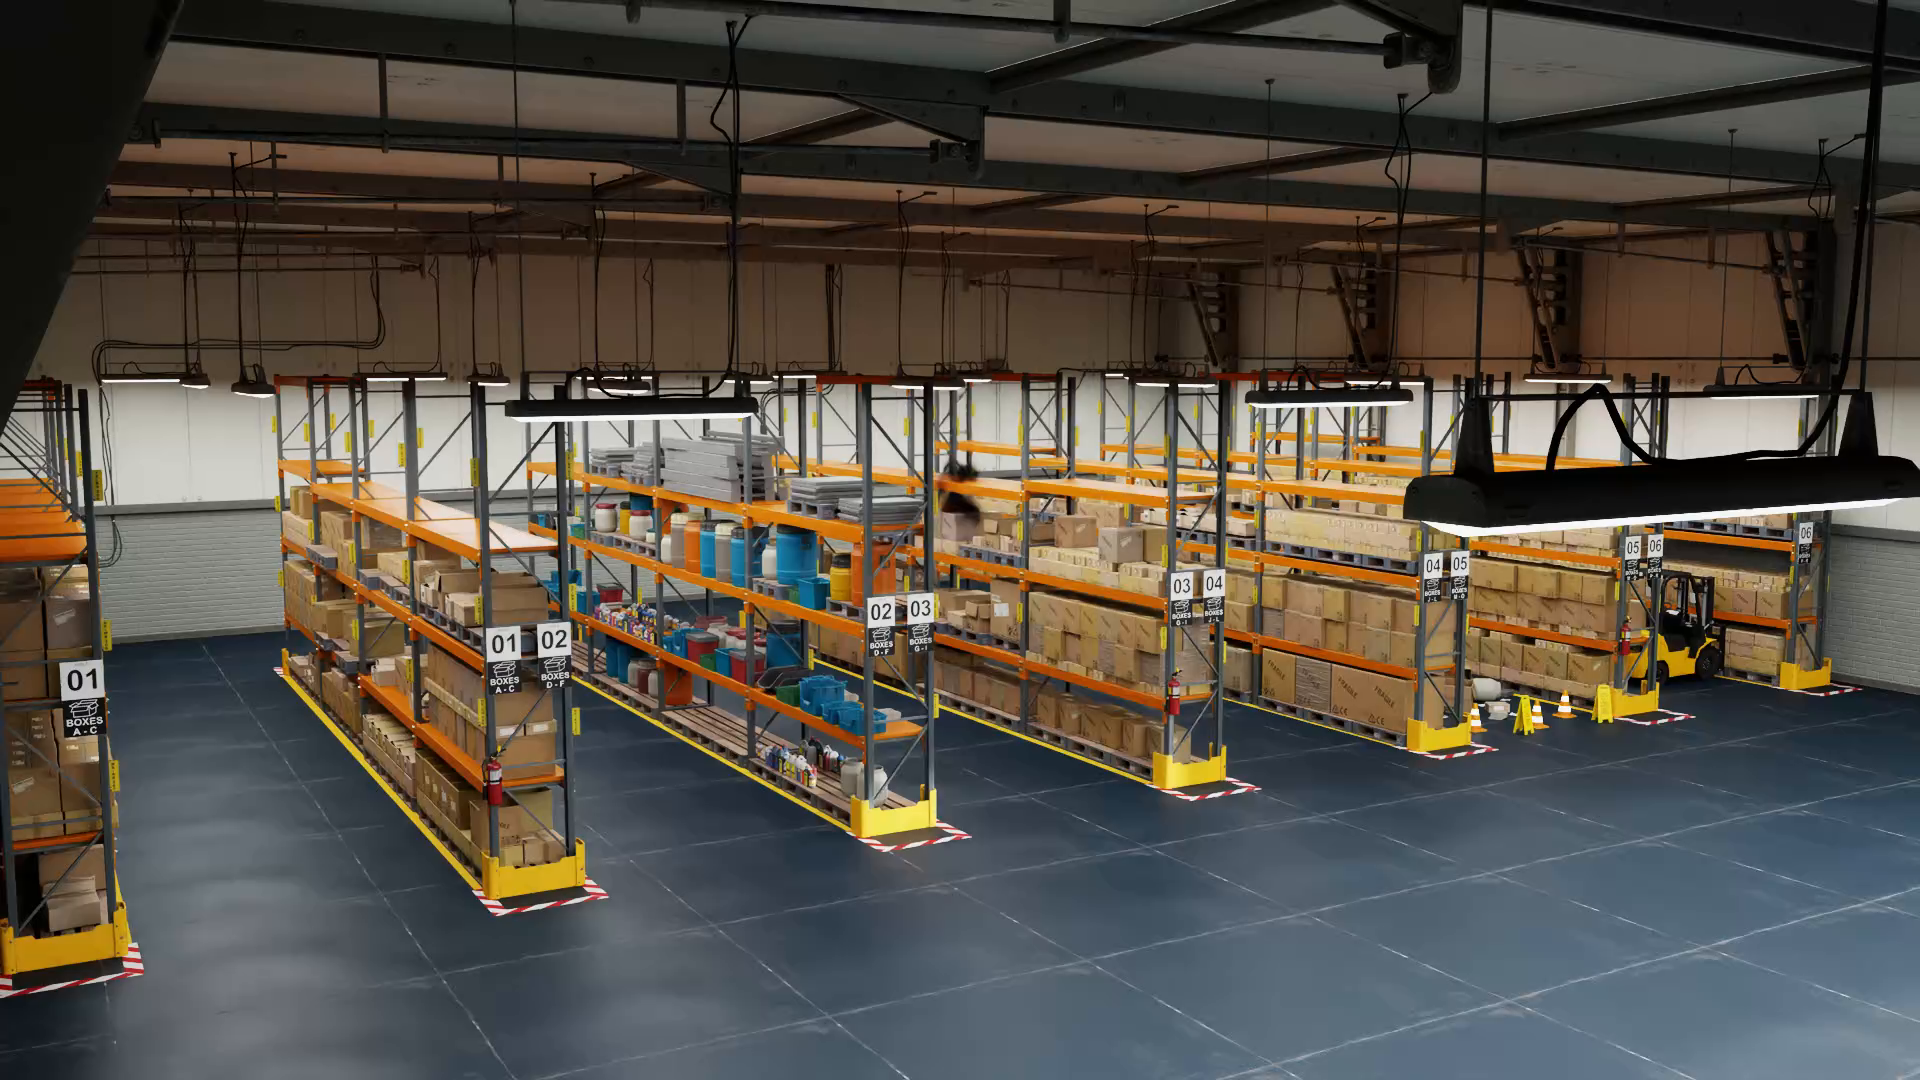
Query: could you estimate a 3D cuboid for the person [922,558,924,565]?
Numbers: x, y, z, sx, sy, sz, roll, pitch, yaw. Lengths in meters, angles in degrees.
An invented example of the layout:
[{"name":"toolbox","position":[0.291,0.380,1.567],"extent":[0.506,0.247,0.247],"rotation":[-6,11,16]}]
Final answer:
[{"name":"person","position":[-0.812,0.928,42.088],"extent":[0.508,1.561,0.629],"rotation":[3,7,25]}]
